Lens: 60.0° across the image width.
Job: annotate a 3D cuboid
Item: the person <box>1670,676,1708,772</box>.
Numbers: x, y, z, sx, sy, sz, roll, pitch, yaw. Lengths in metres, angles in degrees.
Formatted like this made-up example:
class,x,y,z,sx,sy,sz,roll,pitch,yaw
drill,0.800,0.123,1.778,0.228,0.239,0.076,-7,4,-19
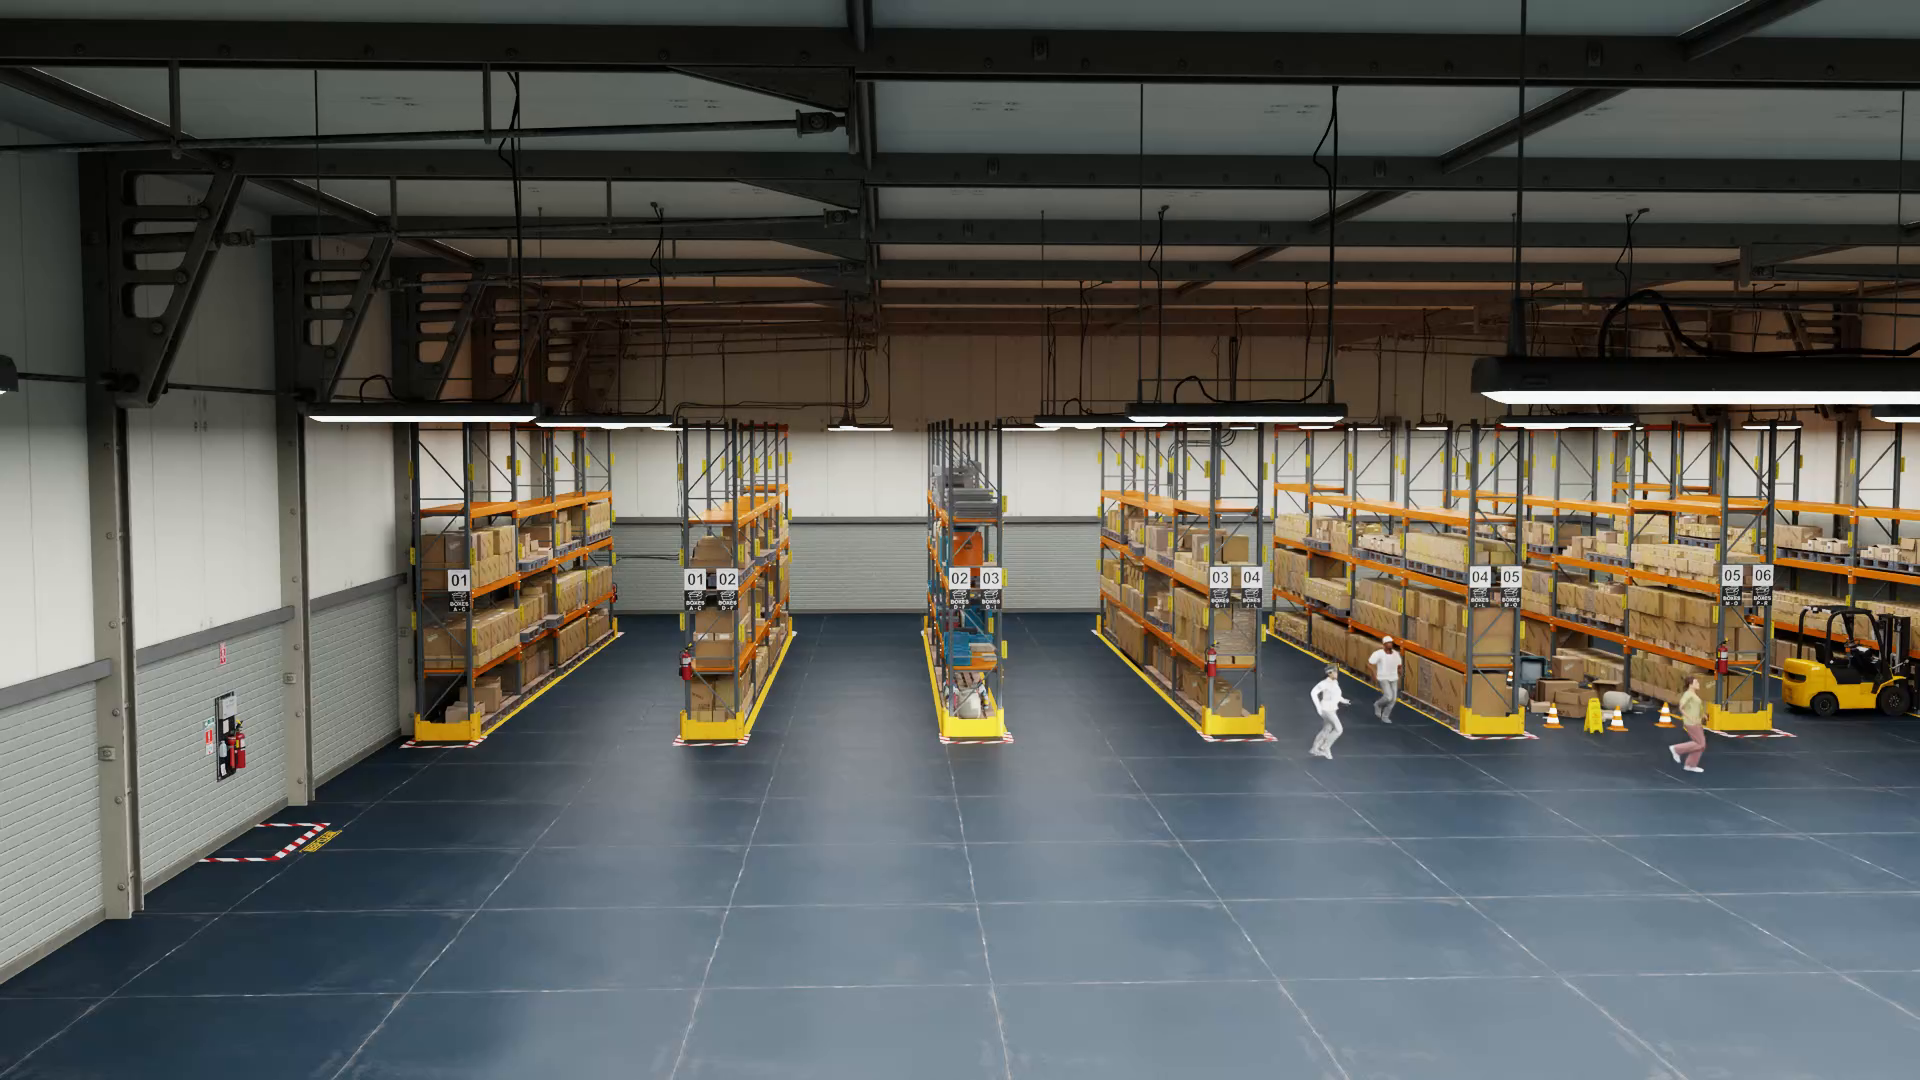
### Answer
class,x,y,z,sx,sy,sz,roll,pitch,yaw
person,12.370,3.110,28.200,0.562,1.626,0.583,3,4,35

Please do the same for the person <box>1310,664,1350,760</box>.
class,x,y,z,sx,sy,sz,roll,pitch,yaw
person,6.498,3.012,29.212,0.740,1.687,0.577,3,5,36

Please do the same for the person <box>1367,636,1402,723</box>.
class,x,y,z,sx,sy,sz,roll,pitch,yaw
person,8.455,2.758,32.831,0.698,1.720,0.576,-1,4,-17
